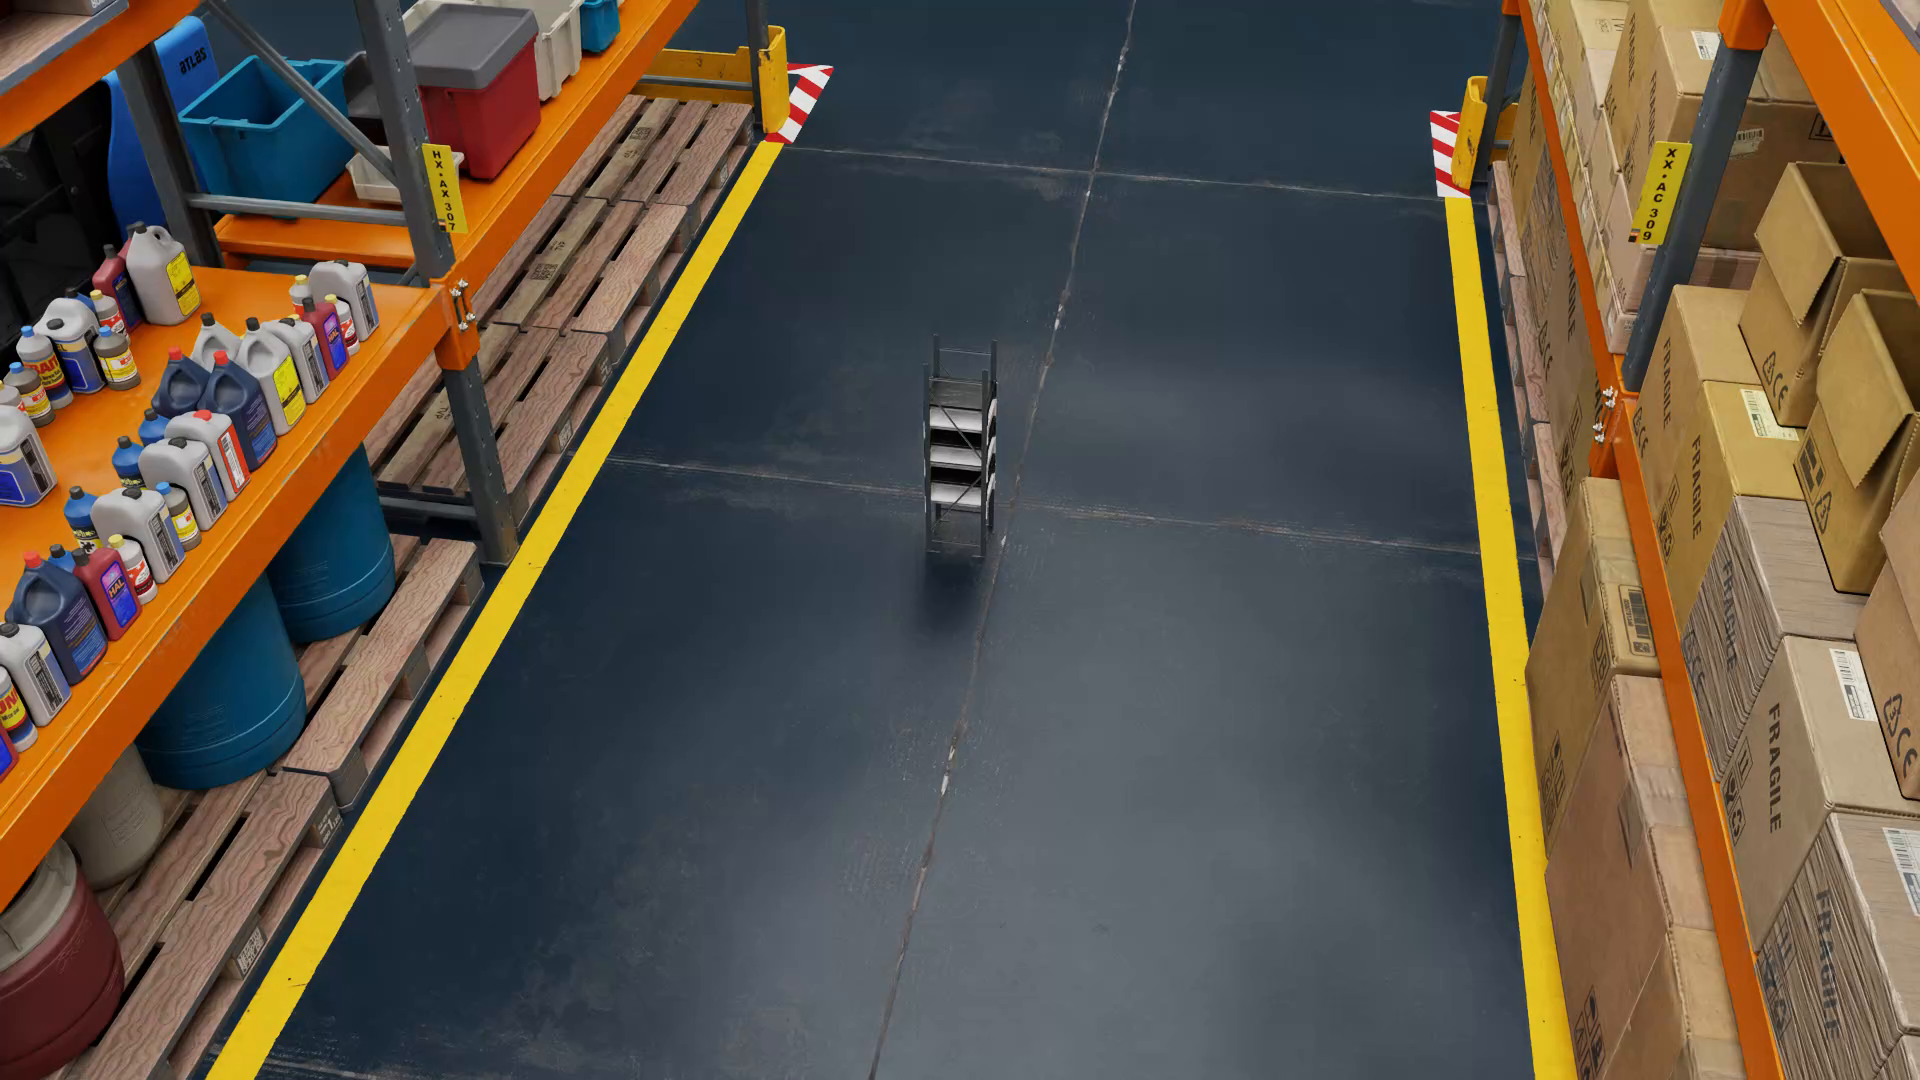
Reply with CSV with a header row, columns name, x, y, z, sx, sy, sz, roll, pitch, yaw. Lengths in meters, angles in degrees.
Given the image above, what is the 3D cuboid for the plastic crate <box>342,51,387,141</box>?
name,x,y,z,sx,sy,sz,roll,pitch,yaw
plastic crate,-2.349,-1.787,6.726,0.437,0.125,0.590,6,40,8

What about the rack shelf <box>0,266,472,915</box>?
name,x,y,z,sx,sy,sz,roll,pitch,yaw
rack shelf,-2.624,0.395,4.483,1.077,0.370,4.000,6,40,8

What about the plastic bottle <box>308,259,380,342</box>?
name,x,y,z,sx,sy,sz,roll,pitch,yaw
plastic bottle,-2.027,-0.807,5.469,0.152,0.276,0.135,6,40,8

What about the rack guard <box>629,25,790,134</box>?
name,x,y,z,sx,sy,sz,roll,pitch,yaw
rack guard,-1.594,-2.701,9.625,1.175,0.500,0.348,6,40,8

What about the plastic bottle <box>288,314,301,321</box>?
name,x,y,z,sx,sy,sz,roll,pitch,yaw
plastic bottle,-2.104,-0.625,5.308,0.097,0.201,0.097,0,40,0

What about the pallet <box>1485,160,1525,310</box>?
name,x,y,z,sx,sy,sz,roll,pitch,yaw
pallet,3.231,-1.517,8.419,1.003,0.211,1.213,6,40,8

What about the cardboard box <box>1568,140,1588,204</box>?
name,x,y,z,sx,sy,sz,roll,pitch,yaw
cardboard box,2.508,-1.368,6.248,0.380,0.149,0.250,7,40,9

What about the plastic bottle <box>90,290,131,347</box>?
name,x,y,z,sx,sy,sz,roll,pitch,yaw
plastic bottle,-2.786,-0.720,5.422,0.097,0.201,0.097,0,40,0

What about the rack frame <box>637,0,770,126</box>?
name,x,y,z,sx,sy,sz,roll,pitch,yaw
rack frame,-1.585,-3.648,8.808,1.000,3.000,0.127,6,40,8

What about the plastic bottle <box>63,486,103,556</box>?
name,x,y,z,sx,sy,sz,roll,pitch,yaw
plastic bottle,-2.367,-0.031,4.535,0.097,0.271,0.097,0,40,0

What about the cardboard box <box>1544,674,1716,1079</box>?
name,x,y,z,sx,sy,sz,roll,pitch,yaw
cardboard box,2.356,1.030,4.488,1.225,0.875,0.875,5,40,6

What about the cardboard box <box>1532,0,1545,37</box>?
name,x,y,z,sx,sy,sz,roll,pitch,yaw
cardboard box,2.775,-2.333,7.415,0.380,0.149,0.250,6,40,7

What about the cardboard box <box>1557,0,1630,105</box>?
name,x,y,z,sx,sy,sz,roll,pitch,yaw
cardboard box,2.685,-1.917,6.599,0.500,0.250,0.500,6,40,7

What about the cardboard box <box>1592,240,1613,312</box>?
name,x,y,z,sx,sy,sz,roll,pitch,yaw
cardboard box,2.375,-0.884,5.662,0.380,0.149,0.250,7,40,9

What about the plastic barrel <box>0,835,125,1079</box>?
name,x,y,z,sx,sy,sz,roll,pitch,yaw
plastic barrel,-2.707,1.123,4.601,0.600,0.588,0.708,6,40,8

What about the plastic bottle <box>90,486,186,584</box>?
name,x,y,z,sx,sy,sz,roll,pitch,yaw
plastic bottle,-2.241,-0.031,4.531,0.152,0.276,0.135,6,40,8

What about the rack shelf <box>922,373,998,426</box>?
name,x,y,z,sx,sy,sz,roll,pitch,yaw
rack shelf,0.001,-0.534,6.319,0.258,0.077,0.200,6,40,8

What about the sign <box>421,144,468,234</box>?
name,x,y,z,sx,sy,sz,roll,pitch,yaw
sign,-1.736,-1.182,5.609,0.100,0.325,0.005,6,40,8

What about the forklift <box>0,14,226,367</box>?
name,x,y,z,sx,sy,sz,roll,pitch,yaw
forklift,-4.554,-2.052,6.932,1.130,2.935,3.031,9,40,10

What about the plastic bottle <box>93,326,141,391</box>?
name,x,y,z,sx,sy,sz,roll,pitch,yaw
plastic bottle,-2.670,-0.581,5.254,0.097,0.201,0.097,0,40,0

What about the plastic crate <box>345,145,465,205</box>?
name,x,y,z,sx,sy,sz,roll,pitch,yaw
plastic crate,-2.056,-1.335,6.171,0.396,0.136,0.243,6,40,8

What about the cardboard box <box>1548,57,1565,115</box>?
name,x,y,z,sx,sy,sz,roll,pitch,yaw
cardboard box,2.641,-1.853,6.834,0.380,0.149,0.250,5,40,7

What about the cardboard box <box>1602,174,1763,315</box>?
name,x,y,z,sx,sy,sz,roll,pitch,yaw
cardboard box,2.418,-0.954,5.434,0.500,0.250,0.500,6,40,7

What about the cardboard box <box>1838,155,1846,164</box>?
name,x,y,z,sx,sy,sz,roll,pitch,yaw
cardboard box,2.935,-1.210,5.155,0.500,0.500,0.500,6,40,8

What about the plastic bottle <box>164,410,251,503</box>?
name,x,y,z,sx,sy,sz,roll,pitch,yaw
plastic bottle,-2.178,-0.261,4.809,0.152,0.276,0.135,6,40,8

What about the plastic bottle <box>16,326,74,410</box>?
name,x,y,z,sx,sy,sz,roll,pitch,yaw
plastic bottle,-2.843,-0.540,5.150,0.097,0.271,0.097,0,40,0

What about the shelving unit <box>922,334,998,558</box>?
name,x,y,z,sx,sy,sz,roll,pitch,yaw
shelving unit,0.001,-0.352,6.469,0.258,0.900,0.210,6,40,8

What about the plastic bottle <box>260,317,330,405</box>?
name,x,y,z,sx,sy,sz,roll,pitch,yaw
plastic bottle,-2.091,-0.577,5.192,0.152,0.276,0.135,6,40,8

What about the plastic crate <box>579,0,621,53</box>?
name,x,y,z,sx,sy,sz,roll,pitch,yaw
plastic crate,-1.688,-2.289,7.249,0.416,0.233,0.300,6,40,8

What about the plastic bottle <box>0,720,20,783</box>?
name,x,y,z,sx,sy,sz,roll,pitch,yaw
plastic bottle,-2.332,0.462,3.929,0.061,0.283,0.133,6,40,8

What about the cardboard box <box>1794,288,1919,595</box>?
name,x,y,z,sx,sy,sz,roll,pitch,yaw
cardboard box,2.368,-0.185,3.754,0.797,0.503,0.637,7,40,8

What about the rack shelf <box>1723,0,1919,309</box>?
name,x,y,z,sx,sy,sz,roll,pitch,yaw
rack shelf,2.254,-0.215,2.867,1.077,0.370,4.000,6,40,8

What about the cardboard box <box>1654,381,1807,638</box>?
name,x,y,z,sx,sy,sz,roll,pitch,yaw
cardboard box,2.189,-0.053,4.382,0.500,0.500,0.500,6,40,8

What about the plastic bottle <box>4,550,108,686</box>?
name,x,y,z,sx,sy,sz,roll,pitch,yaw
plastic bottle,-2.305,0.186,4.210,0.144,0.351,0.185,6,40,8

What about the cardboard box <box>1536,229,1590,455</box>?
name,x,y,z,sx,sy,sz,roll,pitch,yaw
cardboard box,2.949,-0.905,6.828,0.875,0.875,0.875,6,40,8

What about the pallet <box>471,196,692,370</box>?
name,x,y,z,sx,sy,sz,roll,pitch,yaw
pallet,-1.980,-1.296,8.152,1.003,0.211,1.213,6,40,8

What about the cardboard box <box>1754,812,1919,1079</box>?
name,x,y,z,sx,sy,sz,roll,pitch,yaw
cardboard box,1.928,0.905,3.223,0.500,0.500,0.500,5,40,6

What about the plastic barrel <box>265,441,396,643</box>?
name,x,y,z,sx,sy,sz,roll,pitch,yaw
plastic barrel,-2.389,-0.151,5.896,0.600,0.901,0.708,6,40,8

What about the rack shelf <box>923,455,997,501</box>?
name,x,y,z,sx,sy,sz,roll,pitch,yaw
rack shelf,0.001,-0.257,6.548,0.258,0.077,0.200,6,40,8

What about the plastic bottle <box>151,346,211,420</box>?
name,x,y,z,sx,sy,sz,roll,pitch,yaw
plastic bottle,-2.288,-0.405,4.925,0.144,0.351,0.185,6,40,8

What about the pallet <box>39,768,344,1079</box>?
name,x,y,z,sx,sy,sz,roll,pitch,yaw
pallet,-2.661,1.185,5.151,1.003,0.211,1.213,6,40,8
